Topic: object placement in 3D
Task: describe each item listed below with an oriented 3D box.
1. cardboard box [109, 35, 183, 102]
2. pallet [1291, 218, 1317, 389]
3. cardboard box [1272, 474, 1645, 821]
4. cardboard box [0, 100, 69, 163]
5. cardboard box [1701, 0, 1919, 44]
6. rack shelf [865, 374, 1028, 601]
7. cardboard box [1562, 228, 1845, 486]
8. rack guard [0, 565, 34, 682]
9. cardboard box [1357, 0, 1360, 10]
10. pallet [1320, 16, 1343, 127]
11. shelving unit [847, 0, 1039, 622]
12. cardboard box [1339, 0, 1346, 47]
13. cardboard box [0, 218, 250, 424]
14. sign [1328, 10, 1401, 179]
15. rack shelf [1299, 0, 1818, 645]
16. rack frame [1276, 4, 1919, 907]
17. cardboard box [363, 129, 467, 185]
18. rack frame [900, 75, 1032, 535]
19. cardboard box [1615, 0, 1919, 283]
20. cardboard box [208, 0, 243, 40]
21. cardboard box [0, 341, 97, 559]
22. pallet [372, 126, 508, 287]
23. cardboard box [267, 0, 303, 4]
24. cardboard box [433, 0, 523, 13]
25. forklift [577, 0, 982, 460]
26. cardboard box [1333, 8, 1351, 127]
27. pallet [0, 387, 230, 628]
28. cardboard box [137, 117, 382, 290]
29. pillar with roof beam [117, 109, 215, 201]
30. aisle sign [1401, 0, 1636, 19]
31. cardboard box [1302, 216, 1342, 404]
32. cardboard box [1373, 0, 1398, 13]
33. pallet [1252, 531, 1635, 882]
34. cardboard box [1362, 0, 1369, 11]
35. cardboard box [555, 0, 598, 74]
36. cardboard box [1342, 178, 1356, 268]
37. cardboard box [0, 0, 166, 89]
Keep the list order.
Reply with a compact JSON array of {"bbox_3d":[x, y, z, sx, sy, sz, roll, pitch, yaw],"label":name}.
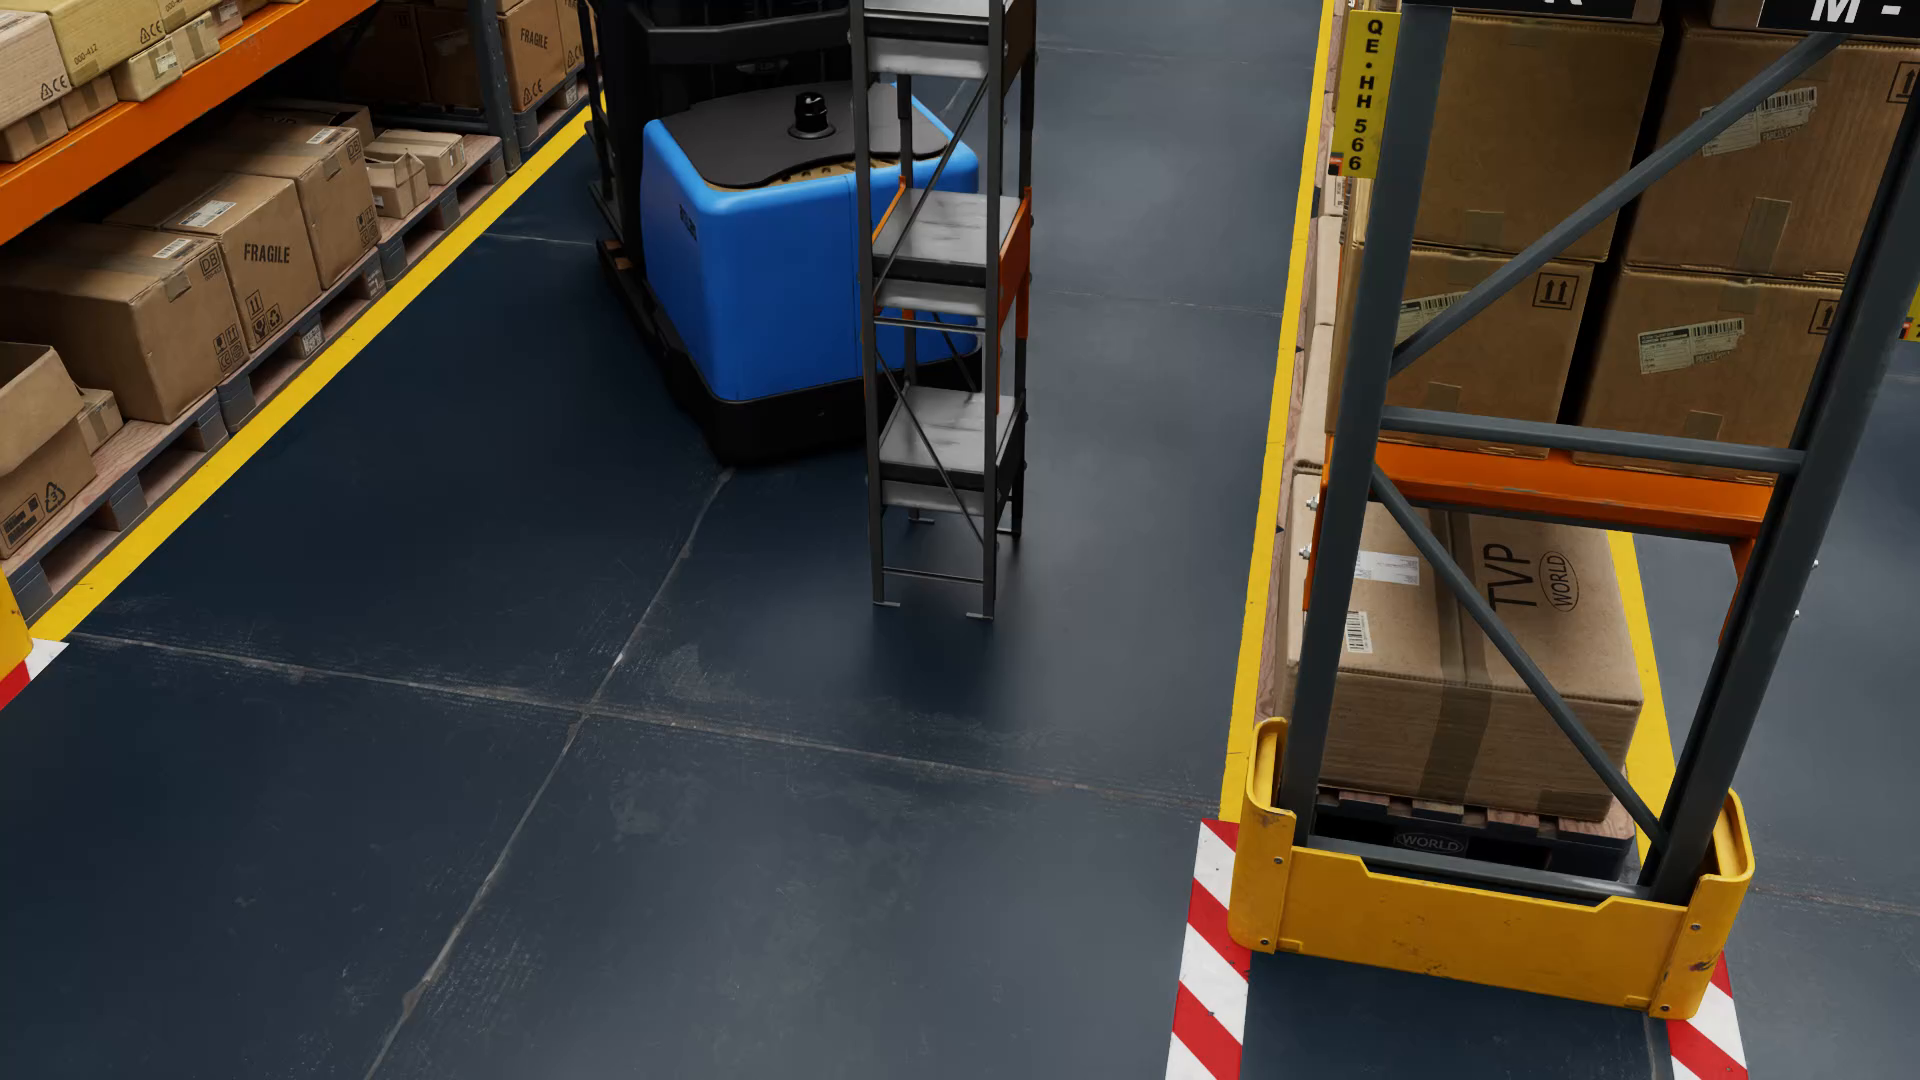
[{"bbox_3d":[-2.888,-1.609,5.628,0.380,0.149,0.250,6,36,9],"label":"cardboard box"},{"bbox_3d":[1.915,-0.942,6.870,1.003,0.211,1.213,7,37,10],"label":"pallet"},{"bbox_3d":[1.343,0.272,4.644,0.875,0.438,0.875,6,36,8],"label":"cardboard box"},{"bbox_3d":[-3.067,-1.320,5.230,0.380,0.149,0.250,8,37,11],"label":"cardboard box"},{"bbox_3d":[1.646,-1.081,3.195,0.380,0.149,0.250,8,37,11],"label":"cardboard box"},{"bbox_3d":[-0.035,-0.177,5.422,0.431,0.518,0.480,7,37,10],"label":"rack shelf"},{"bbox_3d":[1.683,-0.484,3.776,0.500,0.500,0.500,7,37,10],"label":"cardboard box"},{"bbox_3d":[-3.534,0.144,5.125,1.175,0.500,0.348,7,37,10],"label":"rack guard"},{"bbox_3d":[1.687,-2.014,5.887,0.500,0.500,0.500,8,37,10],"label":"cardboard box"},{"bbox_3d":[2.504,-2.522,9.049,1.003,0.211,1.213,7,37,10],"label":"pallet"},{"bbox_3d":[-0.035,-0.755,5.003,0.431,2.100,0.503,7,37,10],"label":"shelving unit"},{"bbox_3d":[2.585,-3.204,9.067,0.875,0.875,0.875,8,37,11],"label":"cardboard box"},{"bbox_3d":[-3.106,-0.806,6.078,0.700,0.500,0.500,9,37,12],"label":"cardboard box"},{"bbox_3d":[0.773,-0.845,3.171,0.100,0.325,0.005,7,37,10],"label":"sign"},{"bbox_3d":[1.727,-1.059,5.269,1.077,0.370,4.000,7,37,10],"label":"rack shelf"},{"bbox_3d":[1.300,-0.204,3.476,1.000,3.000,0.127,7,37,10],"label":"rack frame"},{"bbox_3d":[-2.528,-1.777,7.717,0.380,0.149,0.250,6,36,9],"label":"cardboard box"},{"bbox_3d":[0.017,-0.895,5.196,0.400,2.100,0.015,7,37,10],"label":"rack frame"},{"bbox_3d":[1.680,-0.889,3.483,0.500,0.500,0.500,7,36,9],"label":"cardboard box"},{"bbox_3d":[-2.864,-1.919,6.055,0.380,0.149,0.250,7,37,10],"label":"cardboard box"},{"bbox_3d":[-3.327,-0.322,5.408,0.797,0.503,0.637,6,36,8],"label":"cardboard box"},{"bbox_3d":[-2.844,-1.595,7.770,1.003,0.211,1.213,7,37,10],"label":"pallet"},{"bbox_3d":[-2.693,-2.200,6.444,0.380,0.149,0.250,7,36,9],"label":"cardboard box"},{"bbox_3d":[-2.359,-2.710,8.153,0.380,0.149,0.250,9,37,12],"label":"cardboard box"},{"bbox_3d":[-0.956,-2.337,6.477,1.130,2.935,3.031,-14,38,-18],"label":"forklift"},{"bbox_3d":[2.208,-2.173,7.644,0.875,0.875,0.875,8,37,11],"label":"cardboard box"},{"bbox_3d":[-3.365,-0.196,5.840,1.003,0.211,1.213,7,37,10],"label":"pallet"},{"bbox_3d":[-2.885,-1.401,6.899,0.700,0.500,0.500,6,36,8],"label":"cardboard box"},{"bbox_3d":[0.481,-4.721,4.595,9.100,9.000,0.400,7,37,10],"label":"pillar with roof beam"},{"bbox_3d":[0.981,-1.254,2.709,0.394,0.787,0.004,7,37,10],"label":"aisle sign"},{"bbox_3d":[1.724,-0.770,6.082,0.875,0.438,0.875,6,36,9],"label":"cardboard box"},{"bbox_3d":[1.253,-1.259,3.994,0.500,0.500,0.500,7,37,10],"label":"cardboard box"},{"bbox_3d":[1.394,0.457,4.940,1.003,0.211,1.213,7,37,10],"label":"pallet"},{"bbox_3d":[1.464,-1.434,5.087,0.500,0.500,0.500,8,37,11],"label":"cardboard box"},{"bbox_3d":[-2.269,-2.831,8.872,0.500,0.500,0.500,7,36,9],"label":"cardboard box"},{"bbox_3d":[1.266,-0.840,4.268,0.500,0.500,0.500,7,36,9],"label":"cardboard box"},{"bbox_3d":[-2.978,-1.690,5.401,0.500,0.250,0.500,7,36,9],"label":"cardboard box"}]
